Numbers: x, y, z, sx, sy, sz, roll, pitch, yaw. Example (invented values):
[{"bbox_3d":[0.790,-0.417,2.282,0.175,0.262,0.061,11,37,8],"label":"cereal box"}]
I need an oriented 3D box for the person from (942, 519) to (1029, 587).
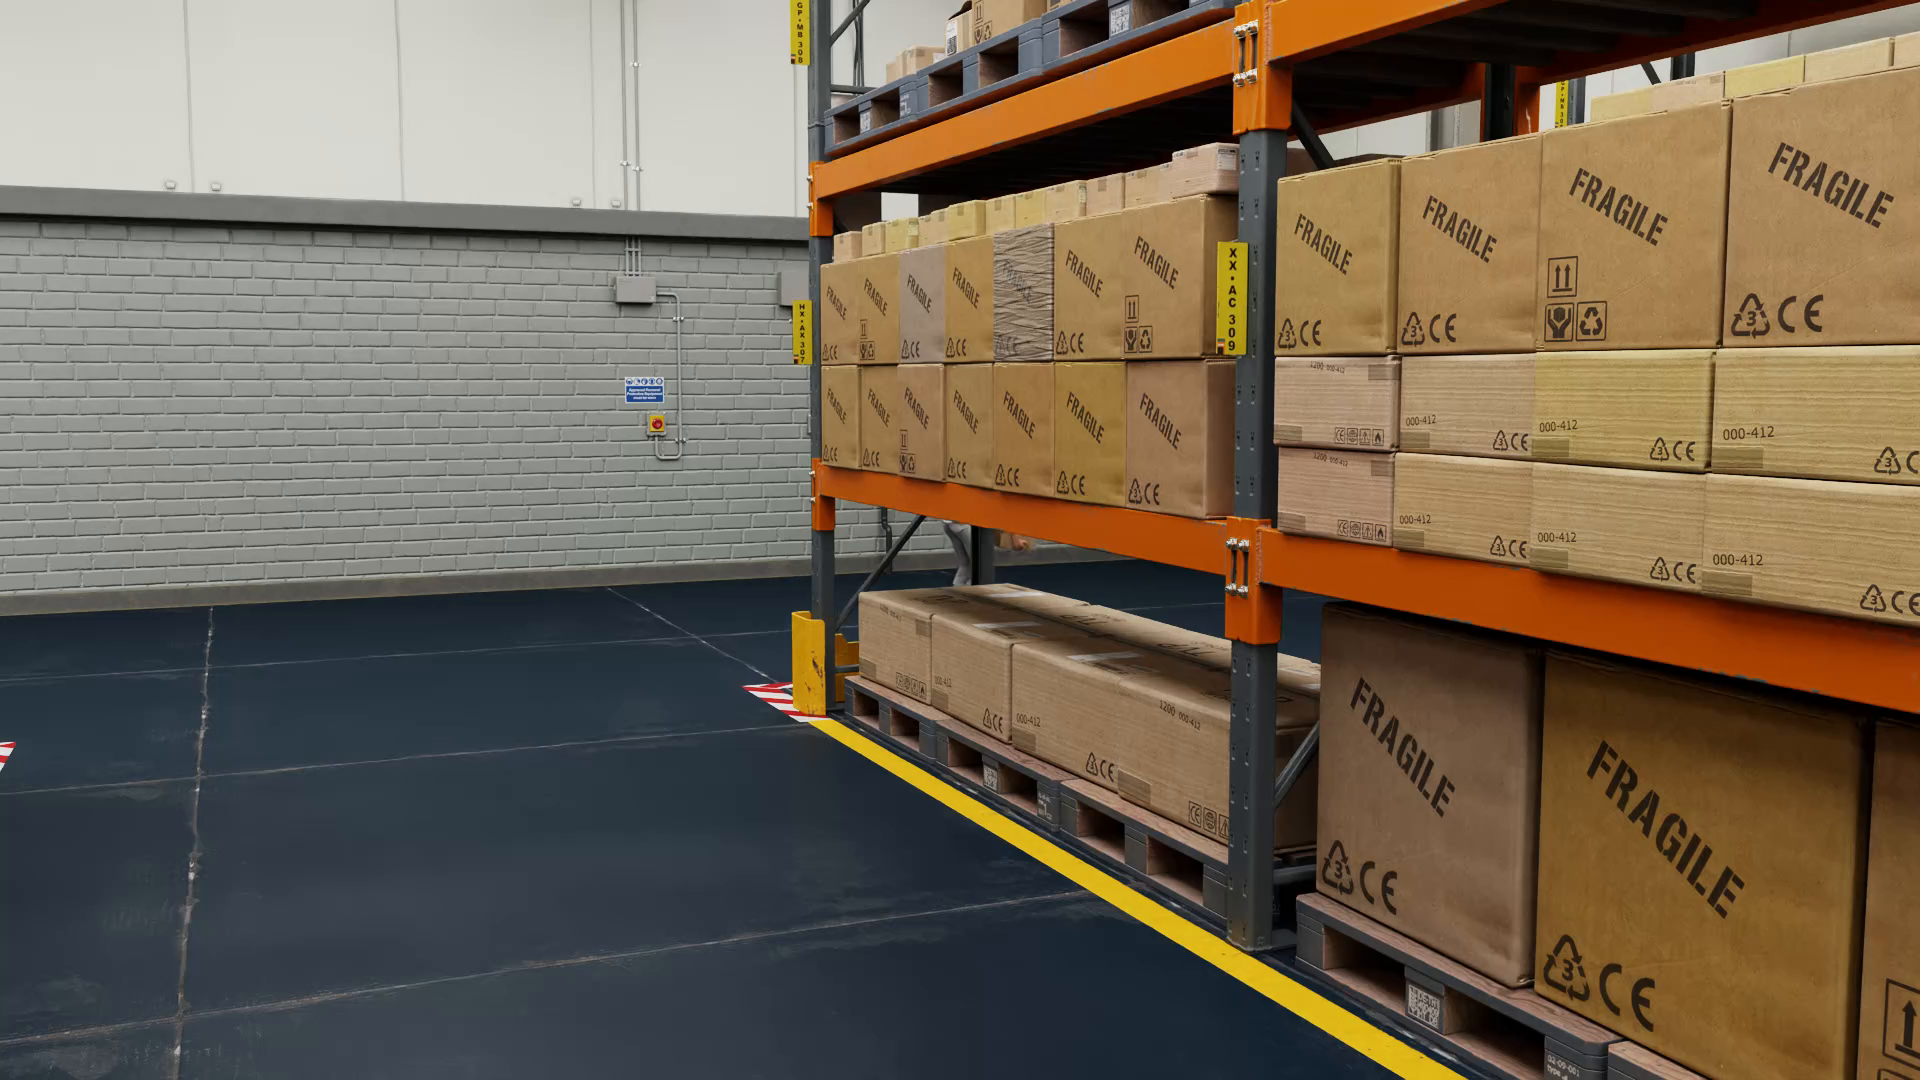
[{"bbox_3d":[0.193,-0.042,11.133,0.691,1.409,0.375,-3,6,-25],"label":"person"}]
